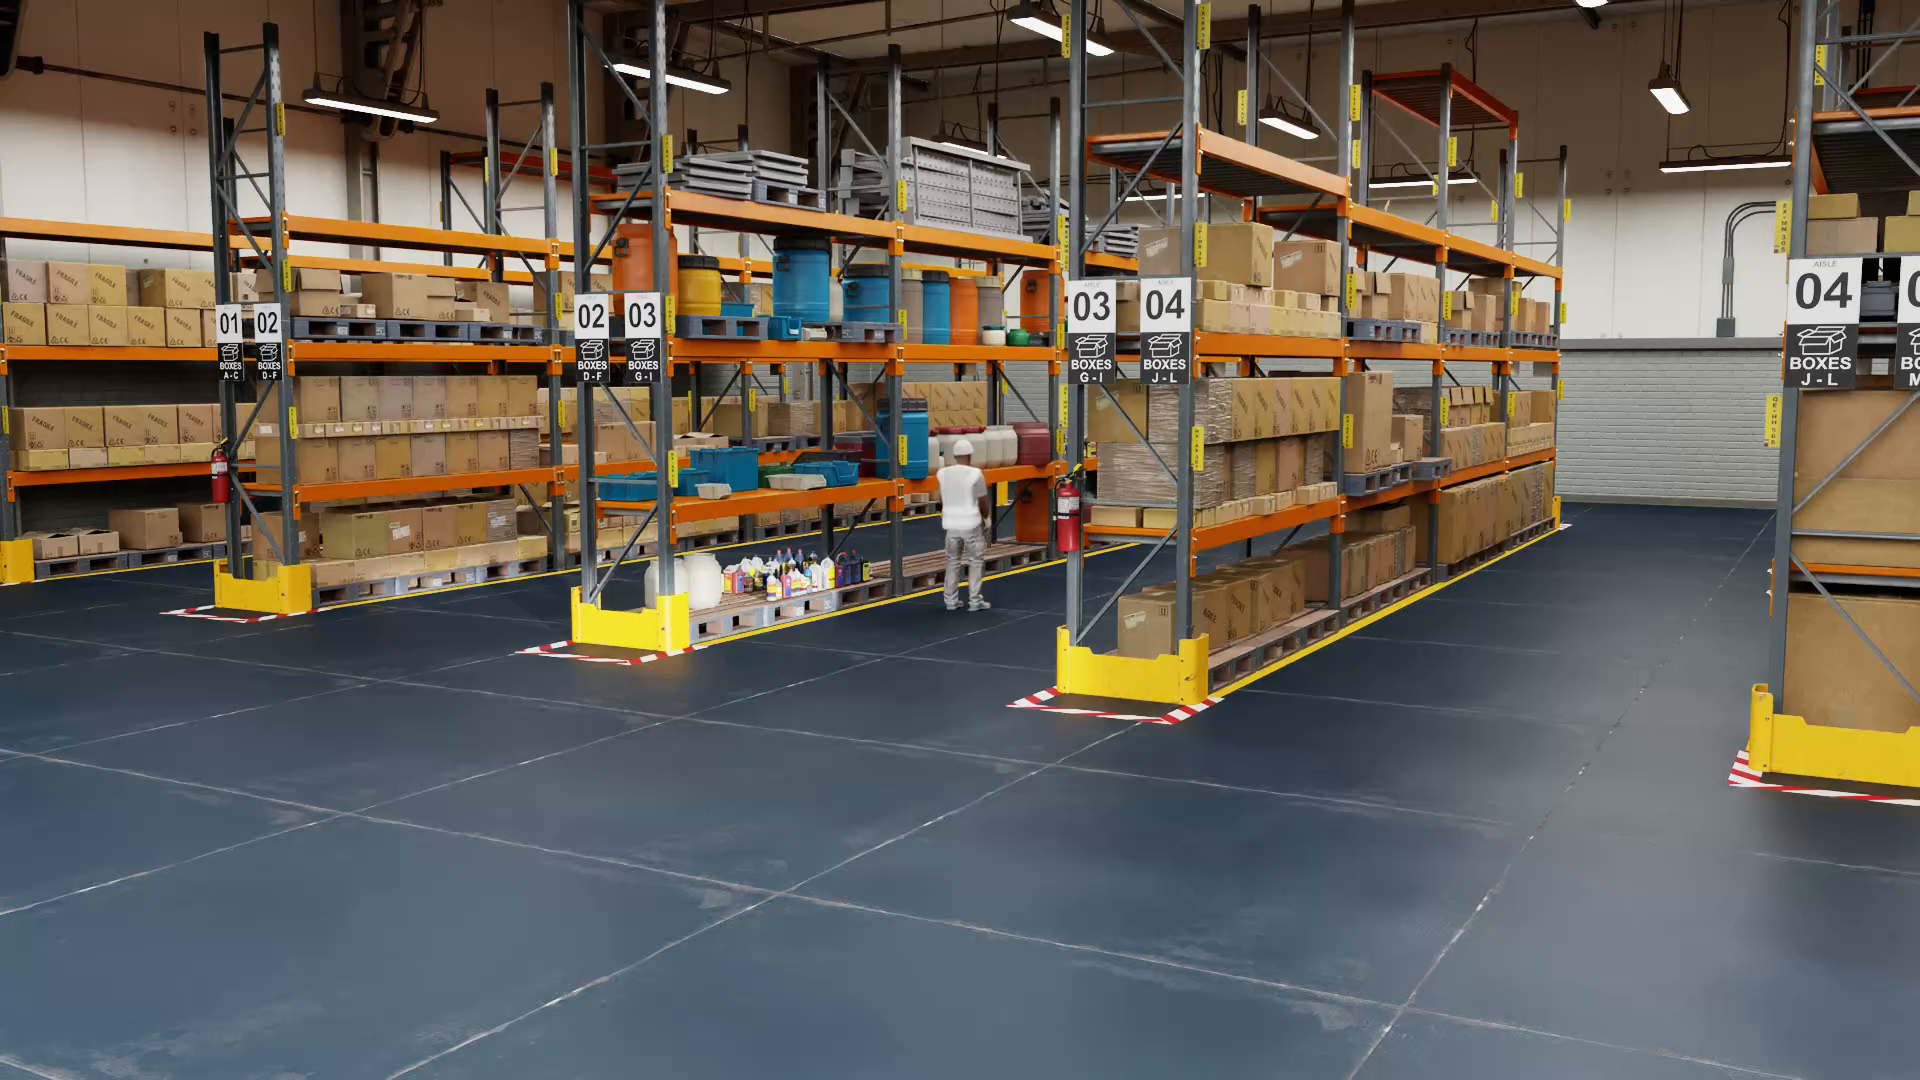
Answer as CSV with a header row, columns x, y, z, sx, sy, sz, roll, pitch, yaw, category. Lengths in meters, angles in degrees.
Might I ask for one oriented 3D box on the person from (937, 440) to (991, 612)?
x,y,z,sx,sy,sz,roll,pitch,yaw,category
0.044,-0.156,17.495,0.558,1.786,0.456,3,7,27,person
